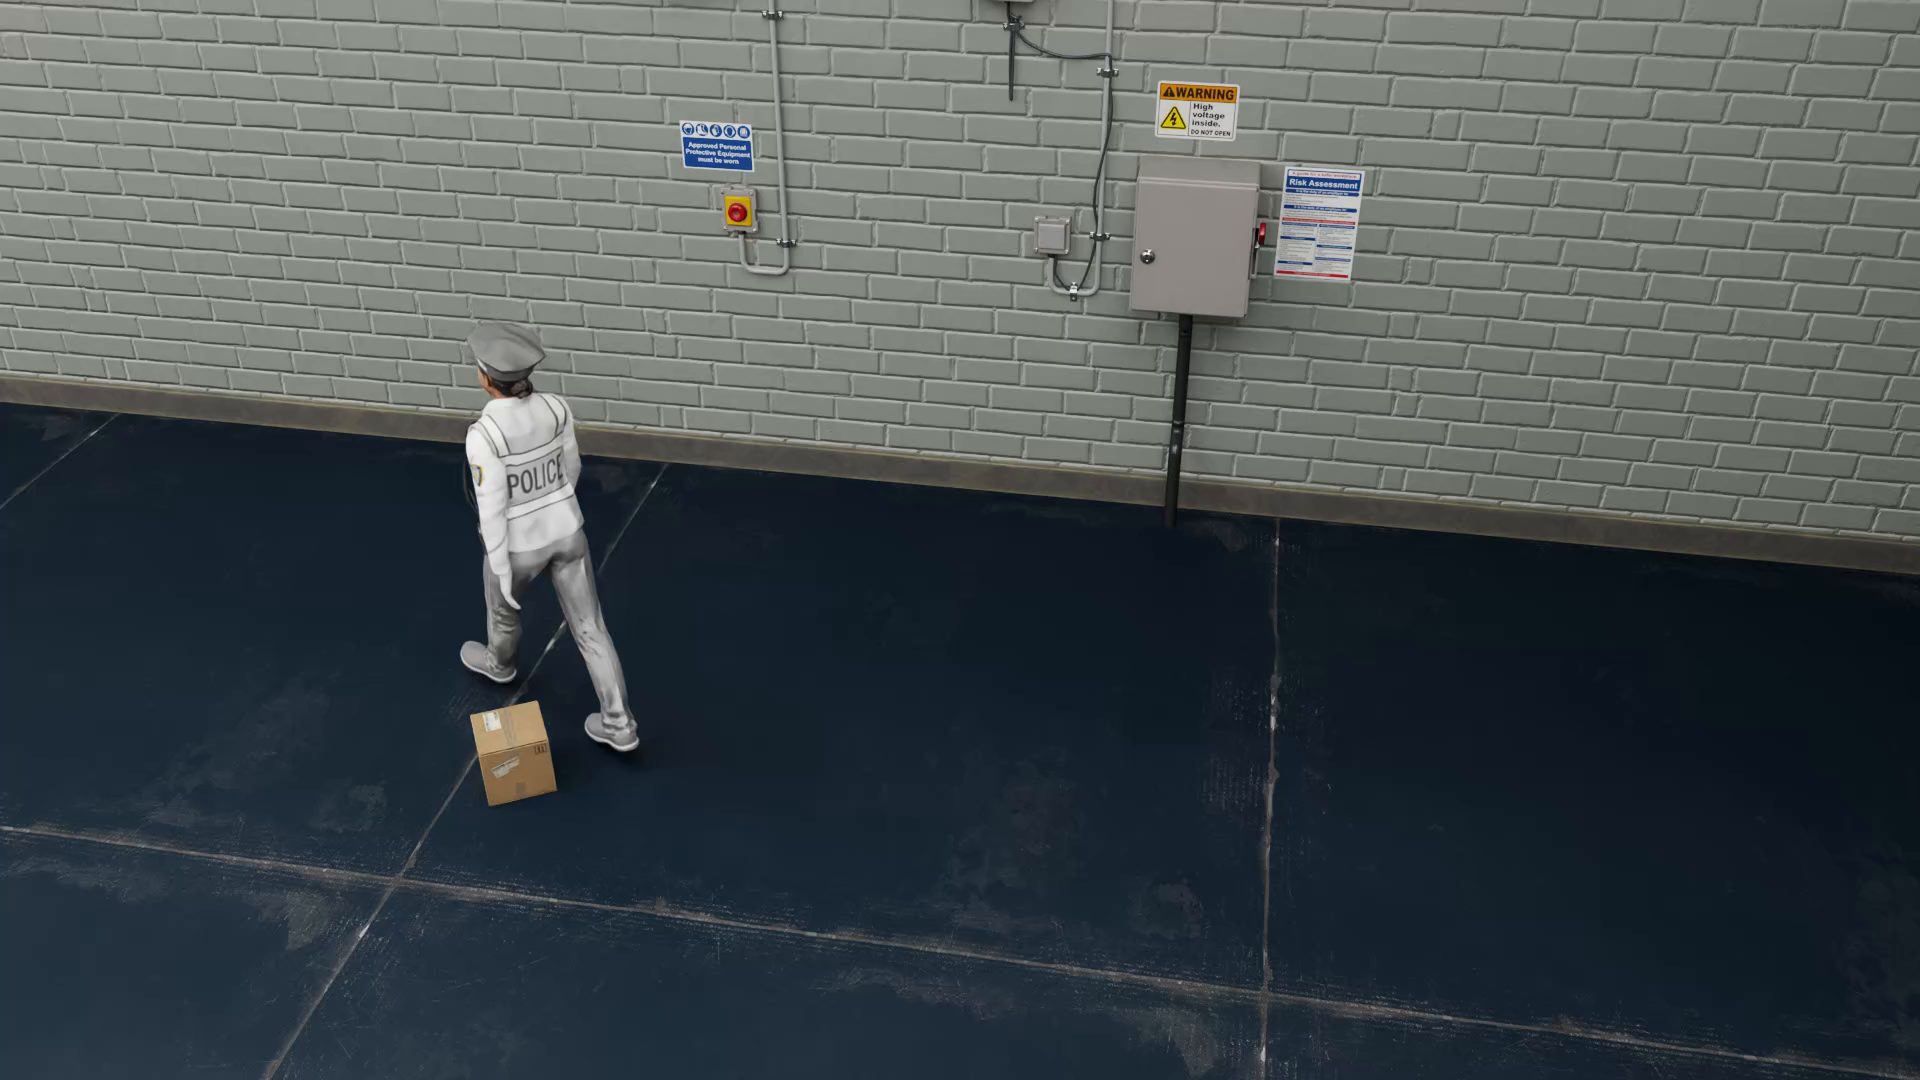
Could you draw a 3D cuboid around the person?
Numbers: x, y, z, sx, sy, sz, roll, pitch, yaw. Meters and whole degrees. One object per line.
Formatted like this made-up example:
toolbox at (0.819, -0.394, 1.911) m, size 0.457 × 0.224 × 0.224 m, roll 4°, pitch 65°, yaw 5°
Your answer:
person at (-1.596, -0.032, 6.187) m, size 0.483 × 1.580 × 1.022 m, roll -26°, pitch 41°, yaw -34°
